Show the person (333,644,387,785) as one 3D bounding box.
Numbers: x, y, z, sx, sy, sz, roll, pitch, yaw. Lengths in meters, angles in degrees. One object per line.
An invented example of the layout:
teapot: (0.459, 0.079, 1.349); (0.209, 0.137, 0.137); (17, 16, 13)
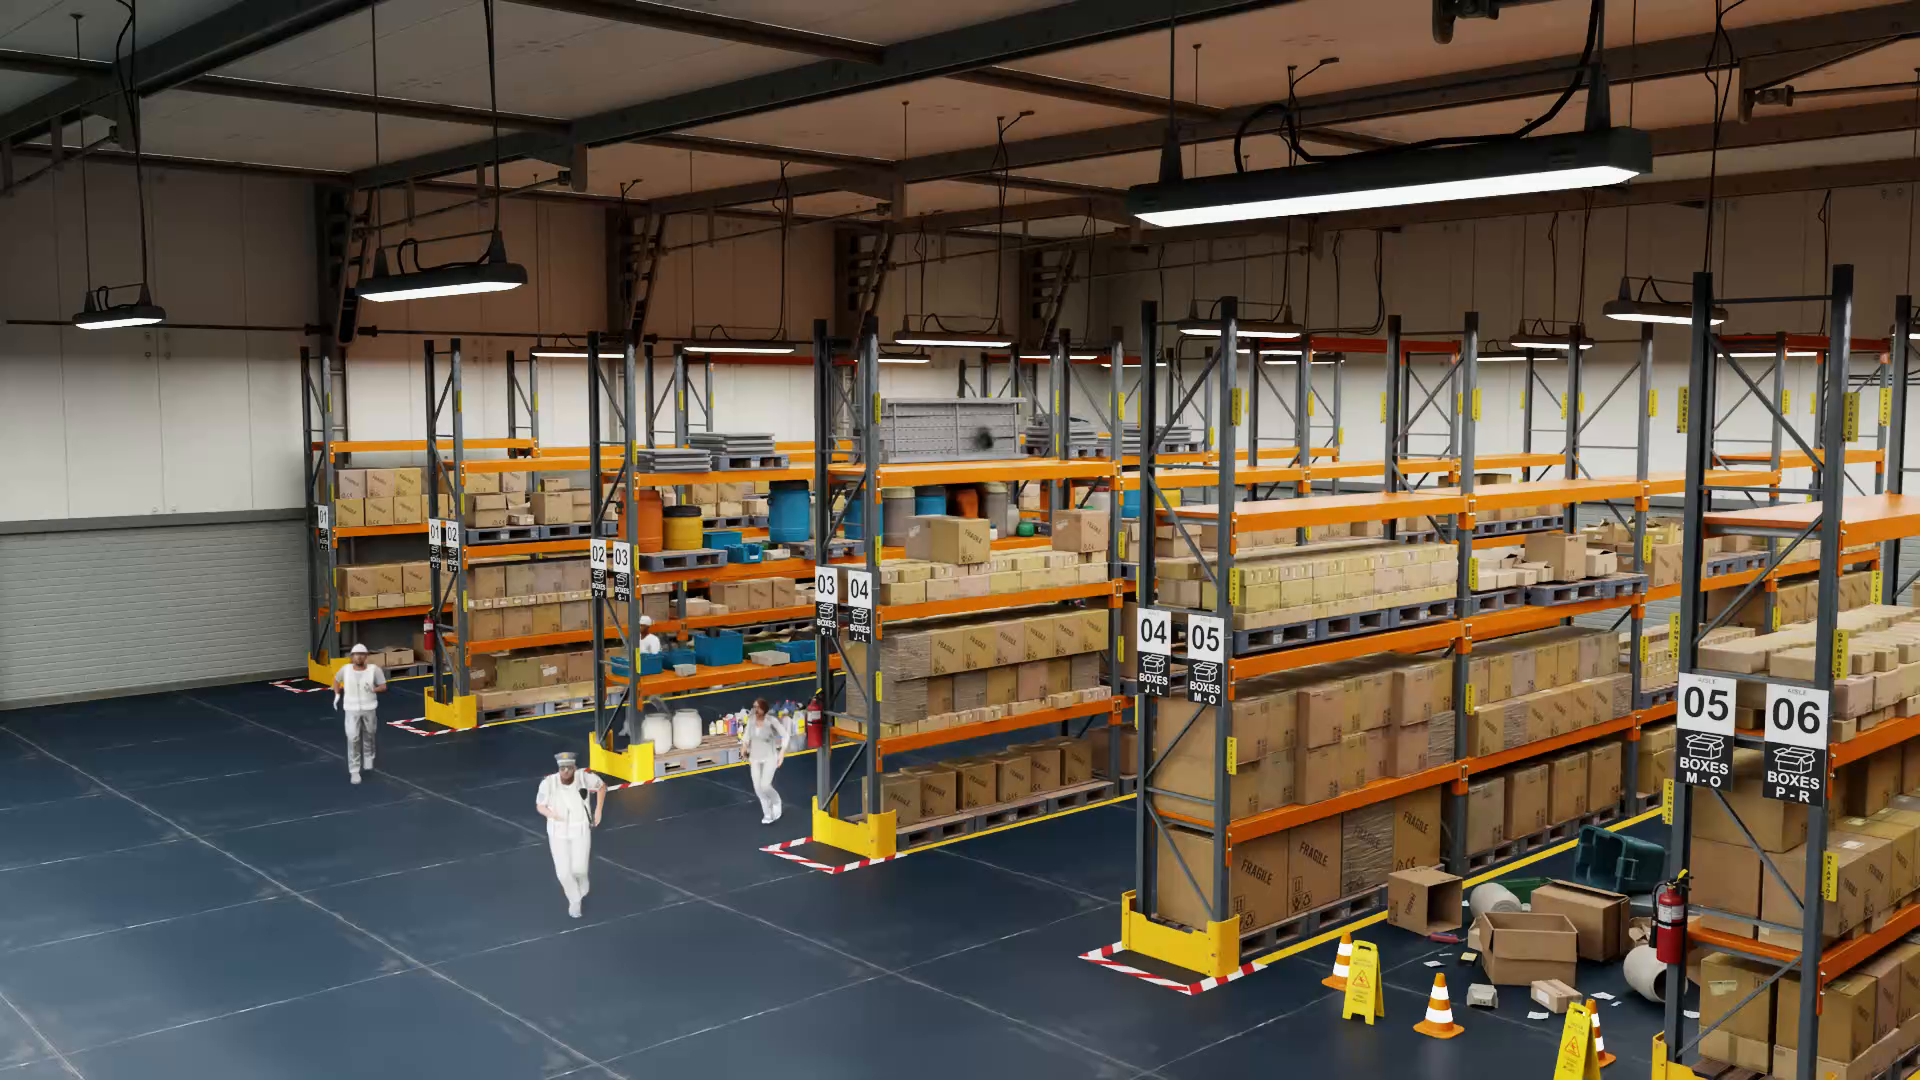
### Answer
person: (-8.035, 2.290, 22.299); (0.678, 1.803, 0.934); (-2, 5, -20)

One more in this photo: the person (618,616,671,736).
person: (-4.793, 2.036, 25.228); (0.692, 1.781, 0.922); (4, 6, 36)

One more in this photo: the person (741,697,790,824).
person: (-2.352, 2.640, 19.819); (0.566, 1.543, 0.566); (2, 5, 20)

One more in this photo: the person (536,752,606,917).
person: (-3.823, 2.892, 16.341); (0.648, 1.715, 0.701); (-1, 5, -7)
